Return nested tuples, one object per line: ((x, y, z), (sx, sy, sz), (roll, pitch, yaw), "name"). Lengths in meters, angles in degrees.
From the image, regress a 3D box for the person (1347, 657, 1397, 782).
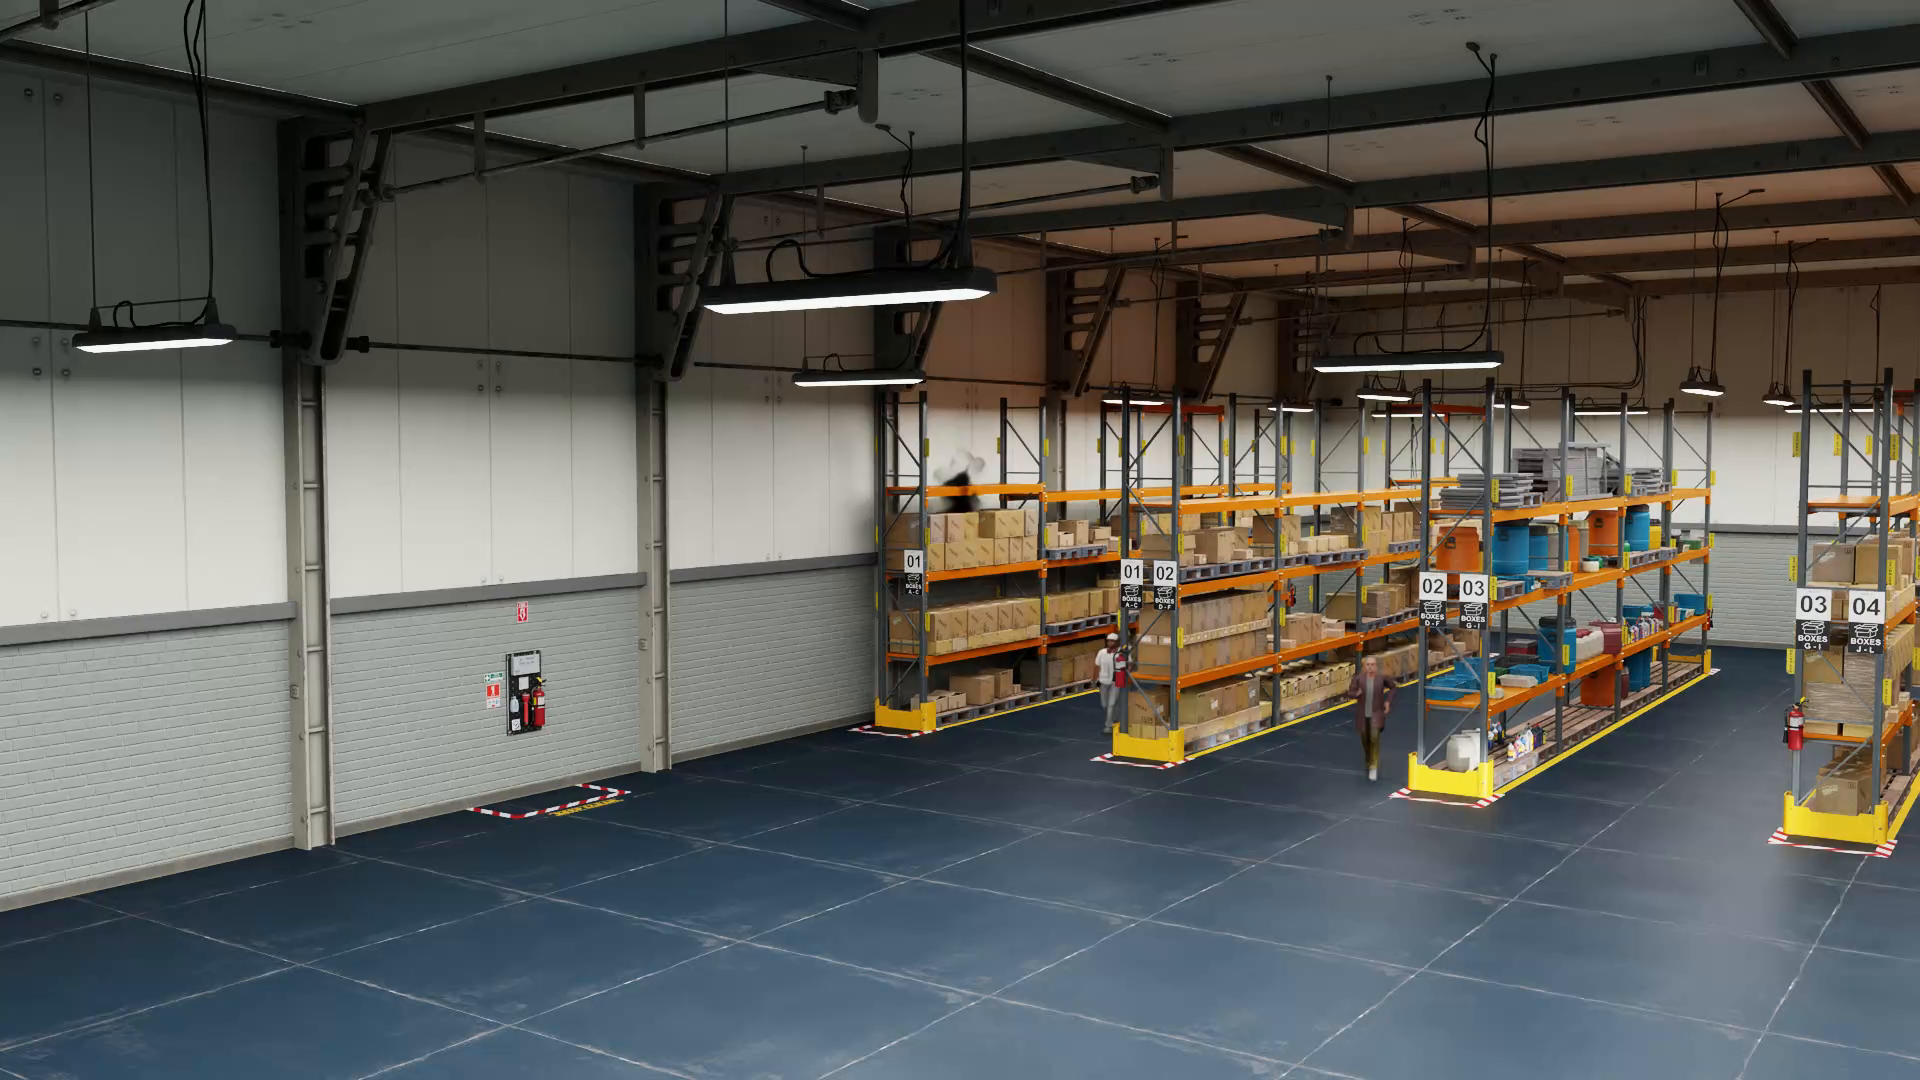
((6.244, 2.691, 25.283), (0.691, 1.825, 0.818), (2, 4, 26), "person")

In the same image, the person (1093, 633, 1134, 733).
((2.689, 2.512, 29.331), (0.700, 1.739, 0.801), (1, 3, 22), "person")
